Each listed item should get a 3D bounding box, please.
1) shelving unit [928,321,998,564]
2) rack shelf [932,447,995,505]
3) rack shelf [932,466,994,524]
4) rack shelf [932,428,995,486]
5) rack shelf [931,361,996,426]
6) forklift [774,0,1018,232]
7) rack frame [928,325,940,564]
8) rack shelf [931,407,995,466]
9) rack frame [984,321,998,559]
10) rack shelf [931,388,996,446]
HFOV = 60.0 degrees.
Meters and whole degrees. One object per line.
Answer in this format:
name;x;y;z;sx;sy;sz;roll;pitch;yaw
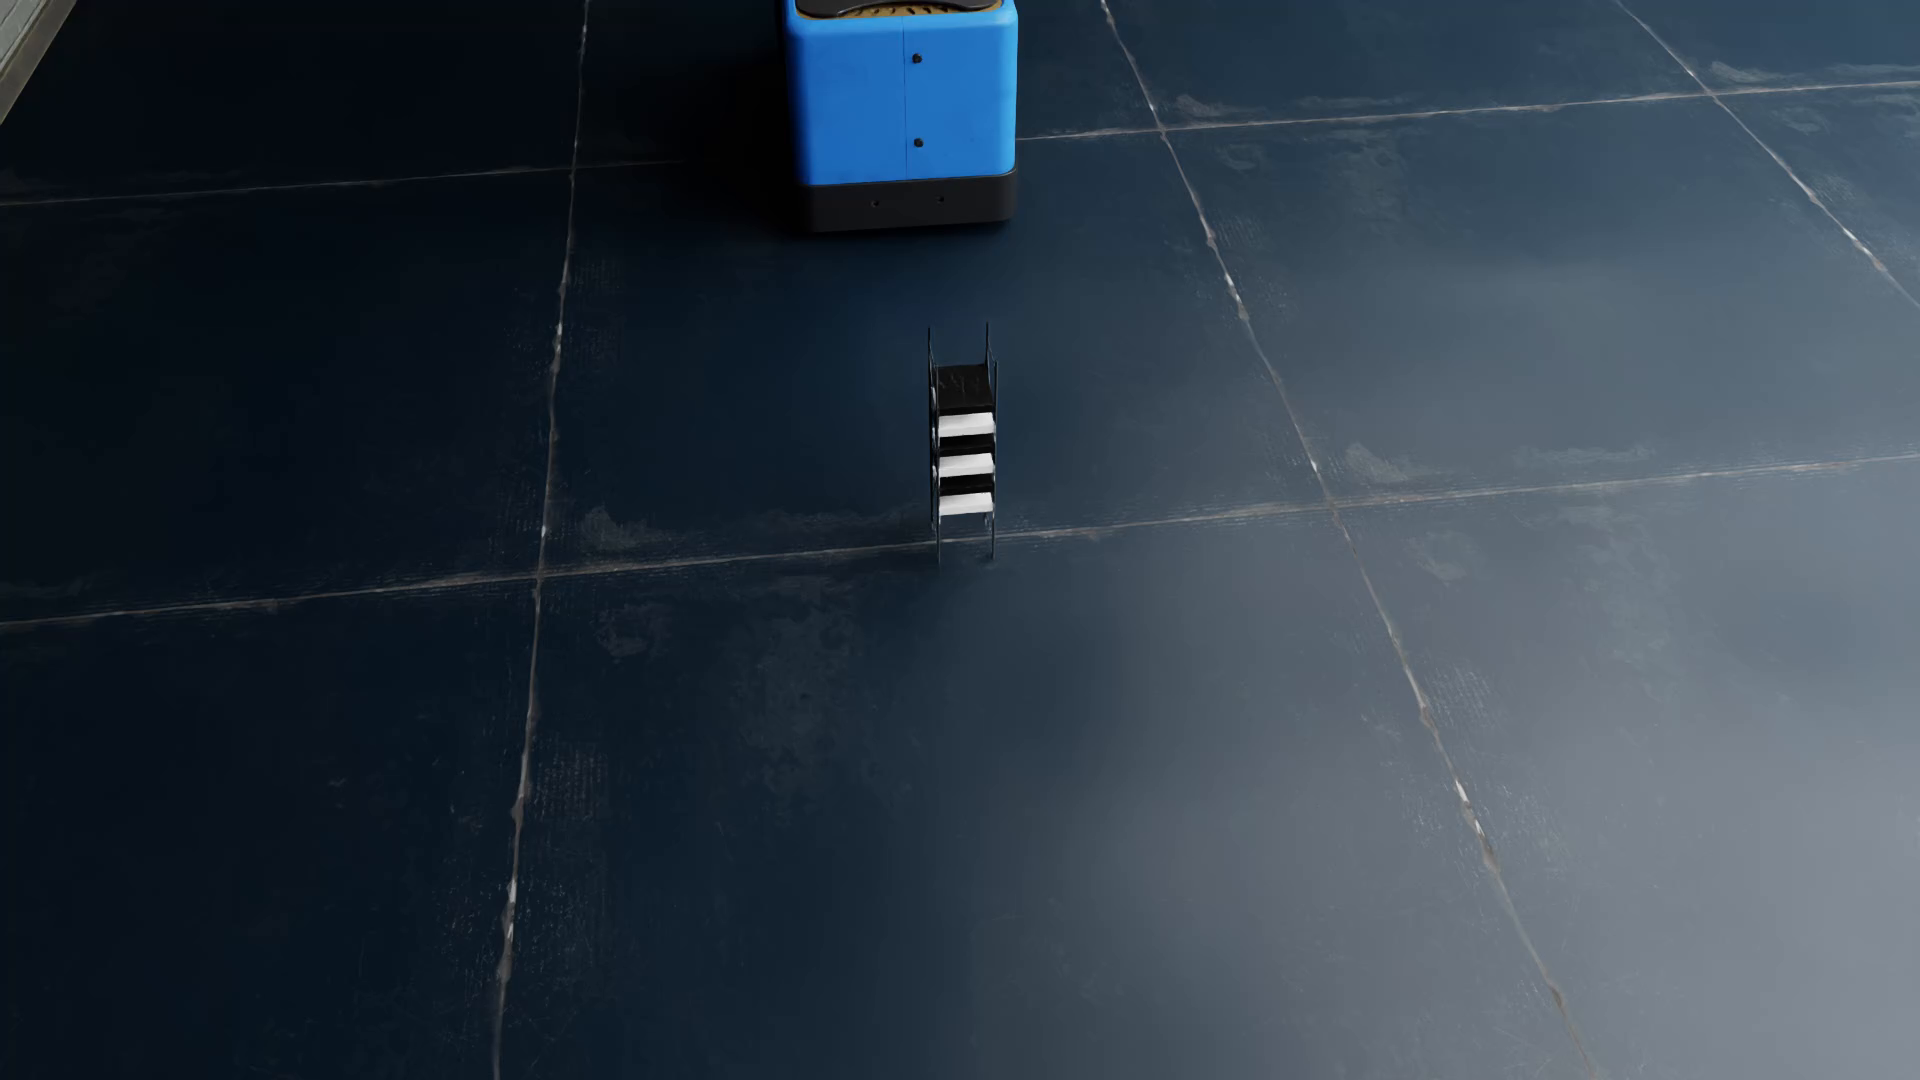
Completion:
shelving unit;0.008;-0.335;5.949;0.210;0.900;0.258;-5;42;-6
rack shelf;0.008;-0.243;6.032;0.200;0.077;0.258;-5;42;-6
rack shelf;0.008;-0.176;6.092;0.200;0.077;0.258;-5;42;-6
rack shelf;0.008;-0.310;5.972;0.200;0.077;0.258;-5;42;-6
rack shelf;0.008;-0.511;5.791;0.200;0.077;0.258;-5;42;-6
forklift;-0.414;-3.504;7.947;1.130;2.935;3.031;-4;42;-5
rack frame;-0.093;-0.326;5.940;0.006;0.900;0.240;-5;42;-6
rack shelf;0.008;-0.377;5.911;0.200;0.077;0.258;-5;42;-6
rack frame;0.109;-0.344;5.959;0.006;0.900;0.240;-5;42;-6
rack shelf;0.008;-0.444;5.851;0.200;0.077;0.258;-5;42;-6
